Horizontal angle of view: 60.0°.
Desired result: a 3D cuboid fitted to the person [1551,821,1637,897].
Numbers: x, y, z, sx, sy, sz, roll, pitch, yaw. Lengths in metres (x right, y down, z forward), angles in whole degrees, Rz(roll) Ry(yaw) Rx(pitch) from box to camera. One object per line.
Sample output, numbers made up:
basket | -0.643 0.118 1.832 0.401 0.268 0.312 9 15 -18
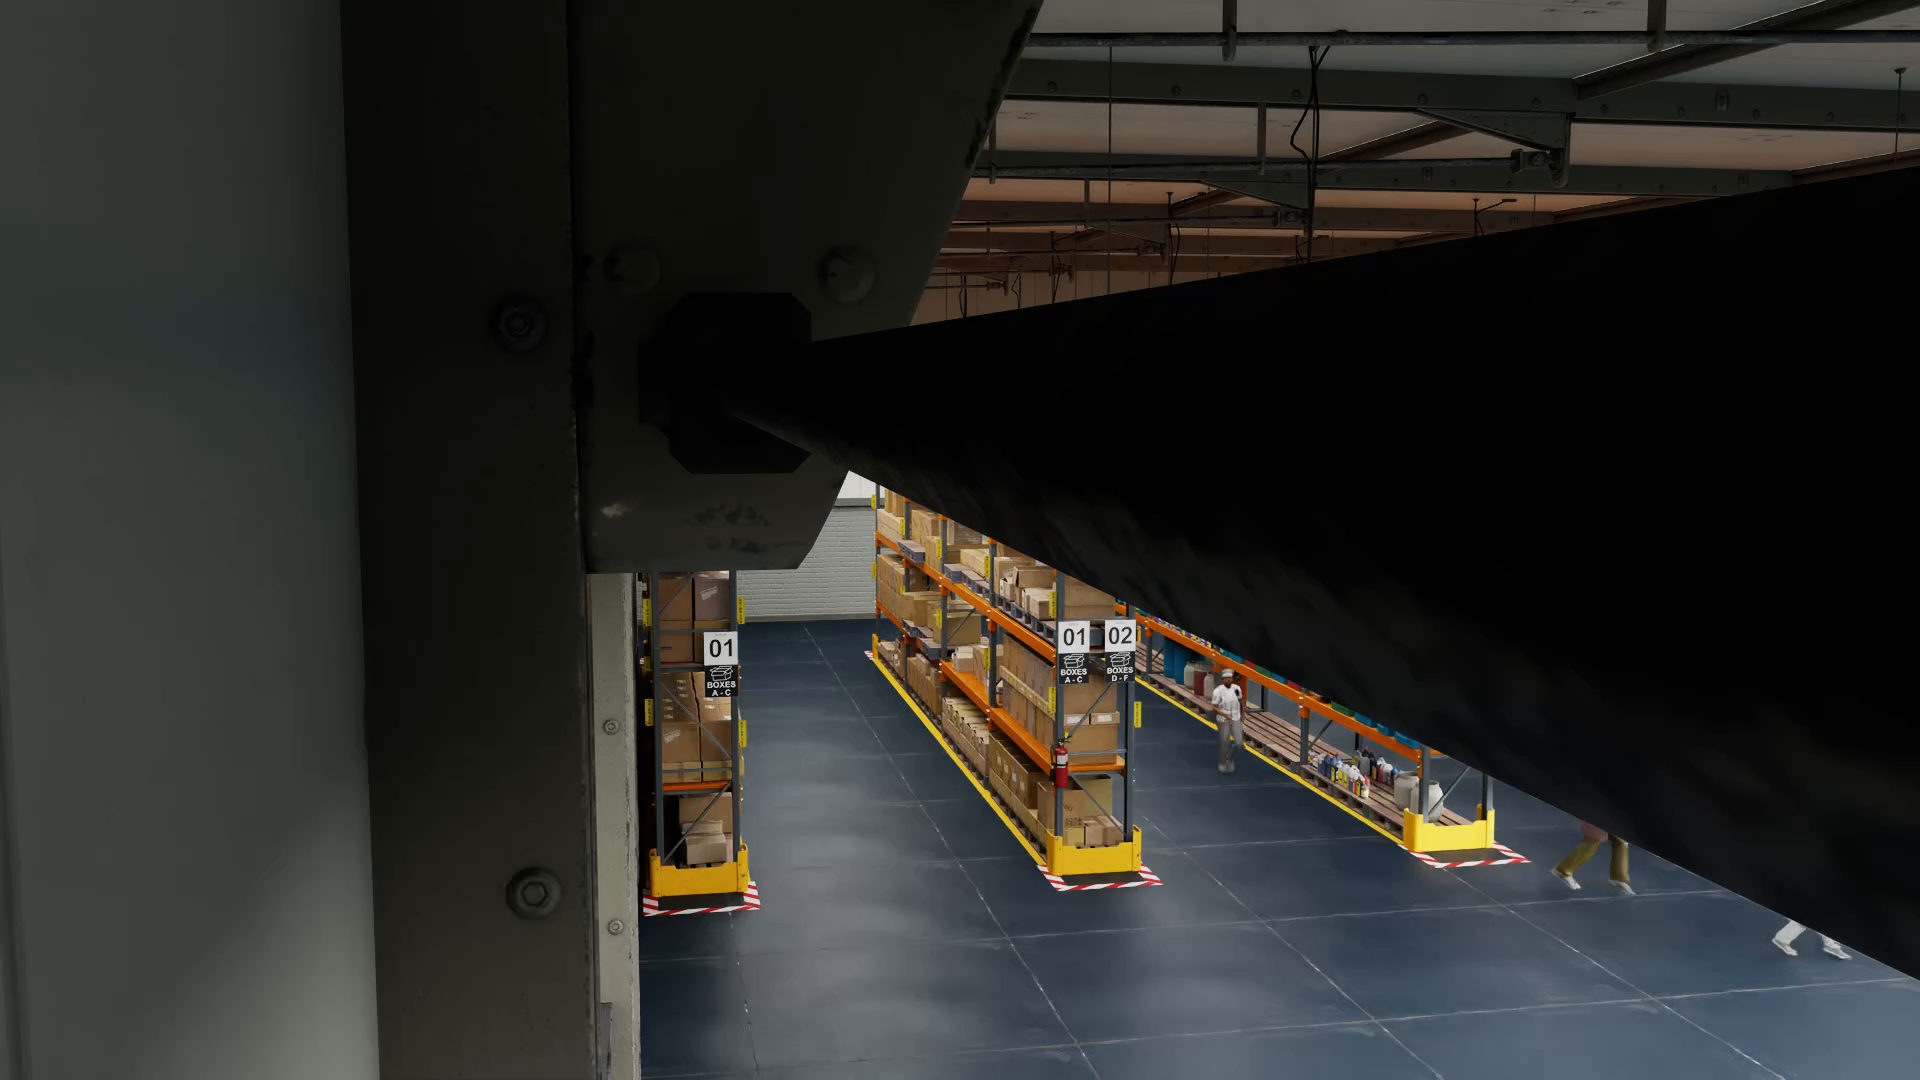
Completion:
person | 7.702 3.390 20.109 0.988 1.840 0.729 3 6 25

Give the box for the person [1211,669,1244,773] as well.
person | 4.217 2.830 26.017 0.579 1.658 0.603 -1 6 -7

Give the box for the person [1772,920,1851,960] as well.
person | 9.160 3.683 17.803 0.851 1.697 0.598 1 6 10
